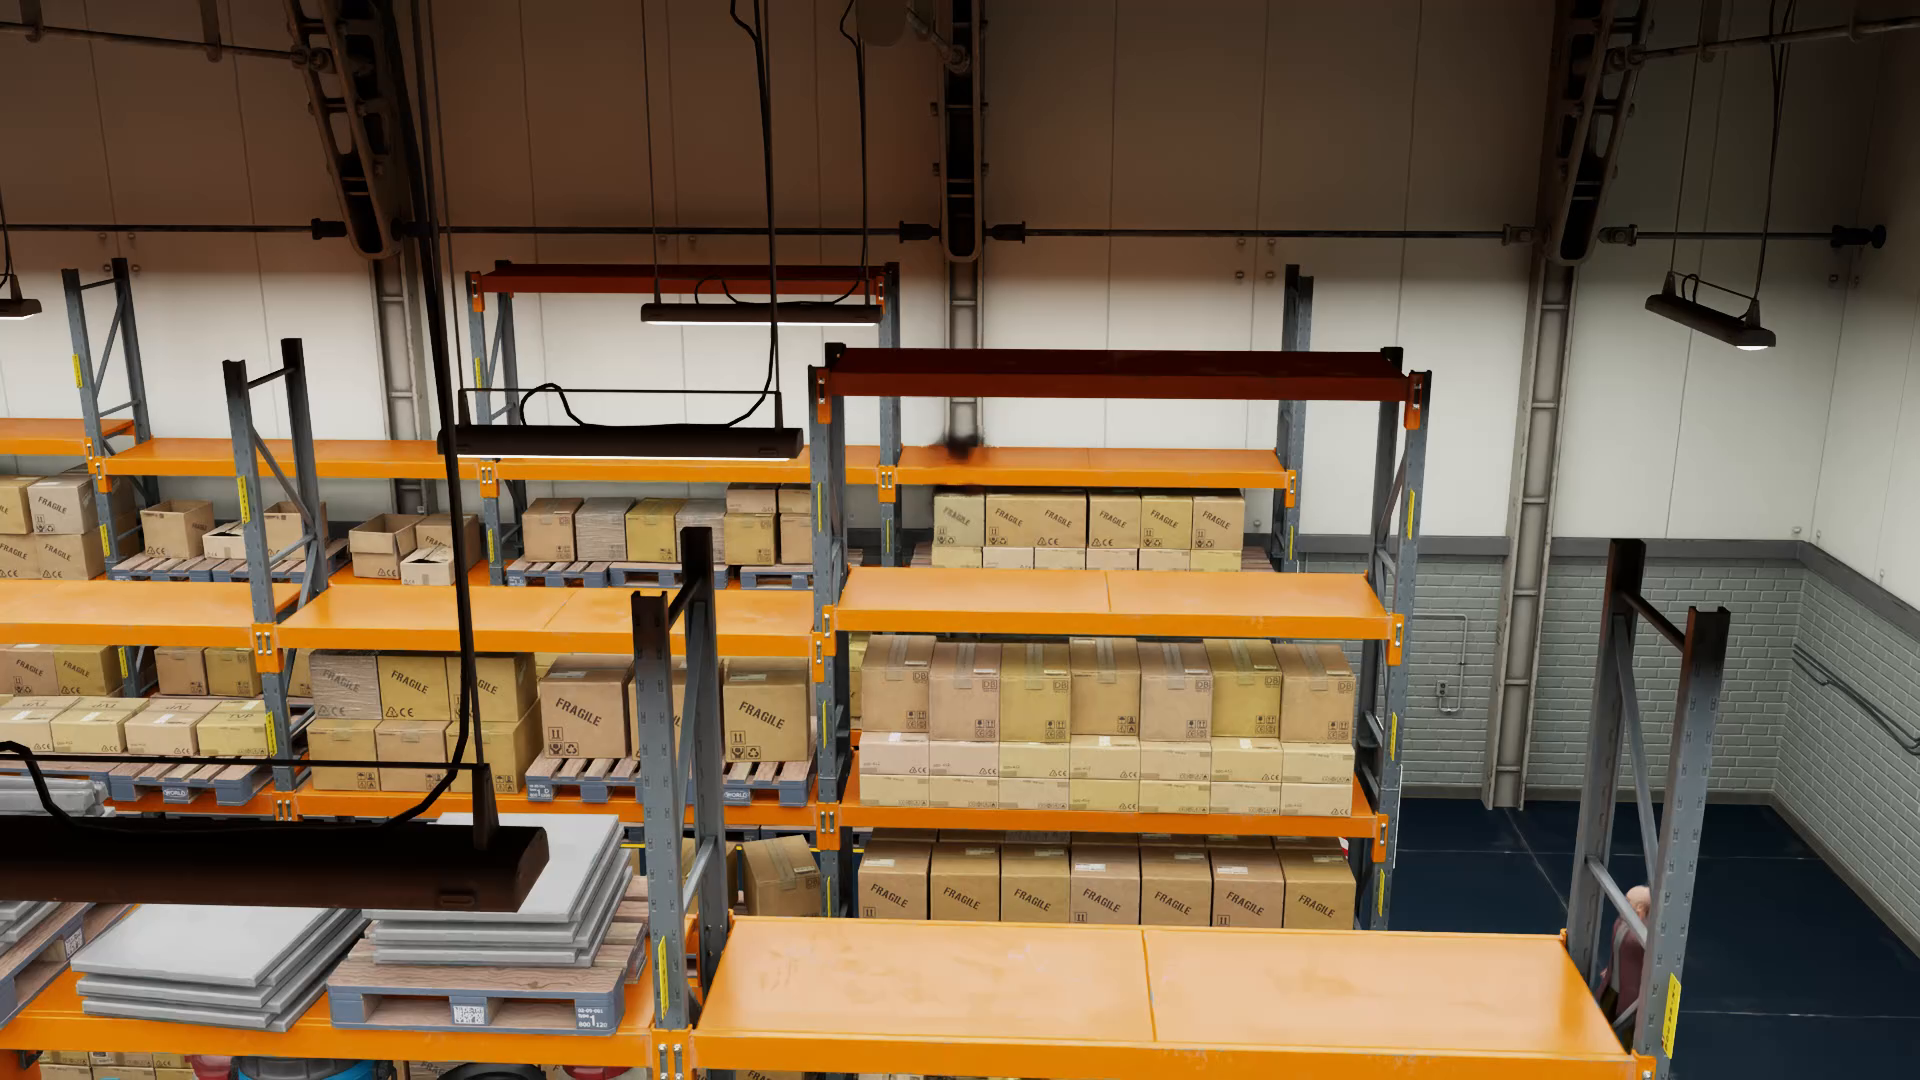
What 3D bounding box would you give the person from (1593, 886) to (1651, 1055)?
[{"bbox_3d":[5.249,3.562,13.185,0.550,1.800,0.630,-4,17,-13],"label":"person"}]
